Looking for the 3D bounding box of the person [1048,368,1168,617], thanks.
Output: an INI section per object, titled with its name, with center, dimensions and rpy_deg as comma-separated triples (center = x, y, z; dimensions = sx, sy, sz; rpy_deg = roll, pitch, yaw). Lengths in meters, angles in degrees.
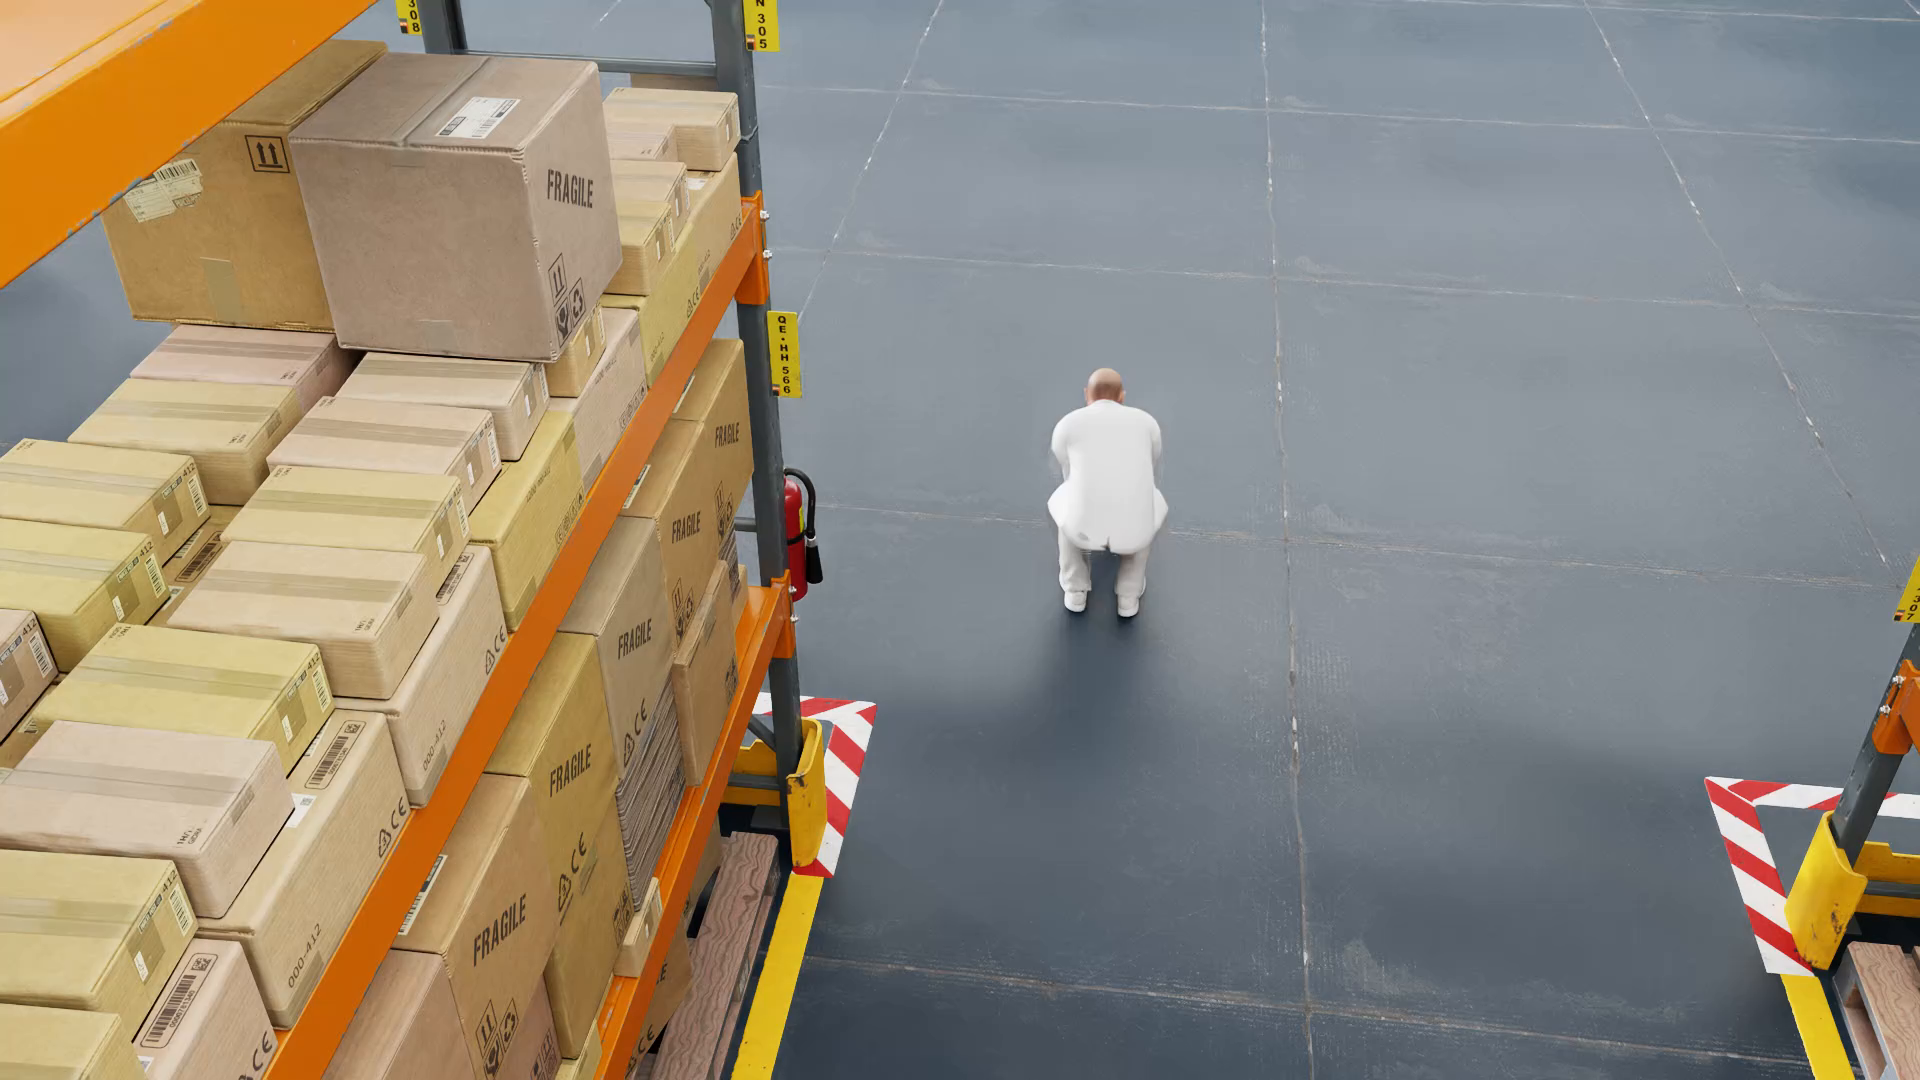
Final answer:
[person]
center = 0.720, -0.229, 8.040
dimensions = 0.579, 1.006, 0.932
rpy_deg = 3, 36, 5
